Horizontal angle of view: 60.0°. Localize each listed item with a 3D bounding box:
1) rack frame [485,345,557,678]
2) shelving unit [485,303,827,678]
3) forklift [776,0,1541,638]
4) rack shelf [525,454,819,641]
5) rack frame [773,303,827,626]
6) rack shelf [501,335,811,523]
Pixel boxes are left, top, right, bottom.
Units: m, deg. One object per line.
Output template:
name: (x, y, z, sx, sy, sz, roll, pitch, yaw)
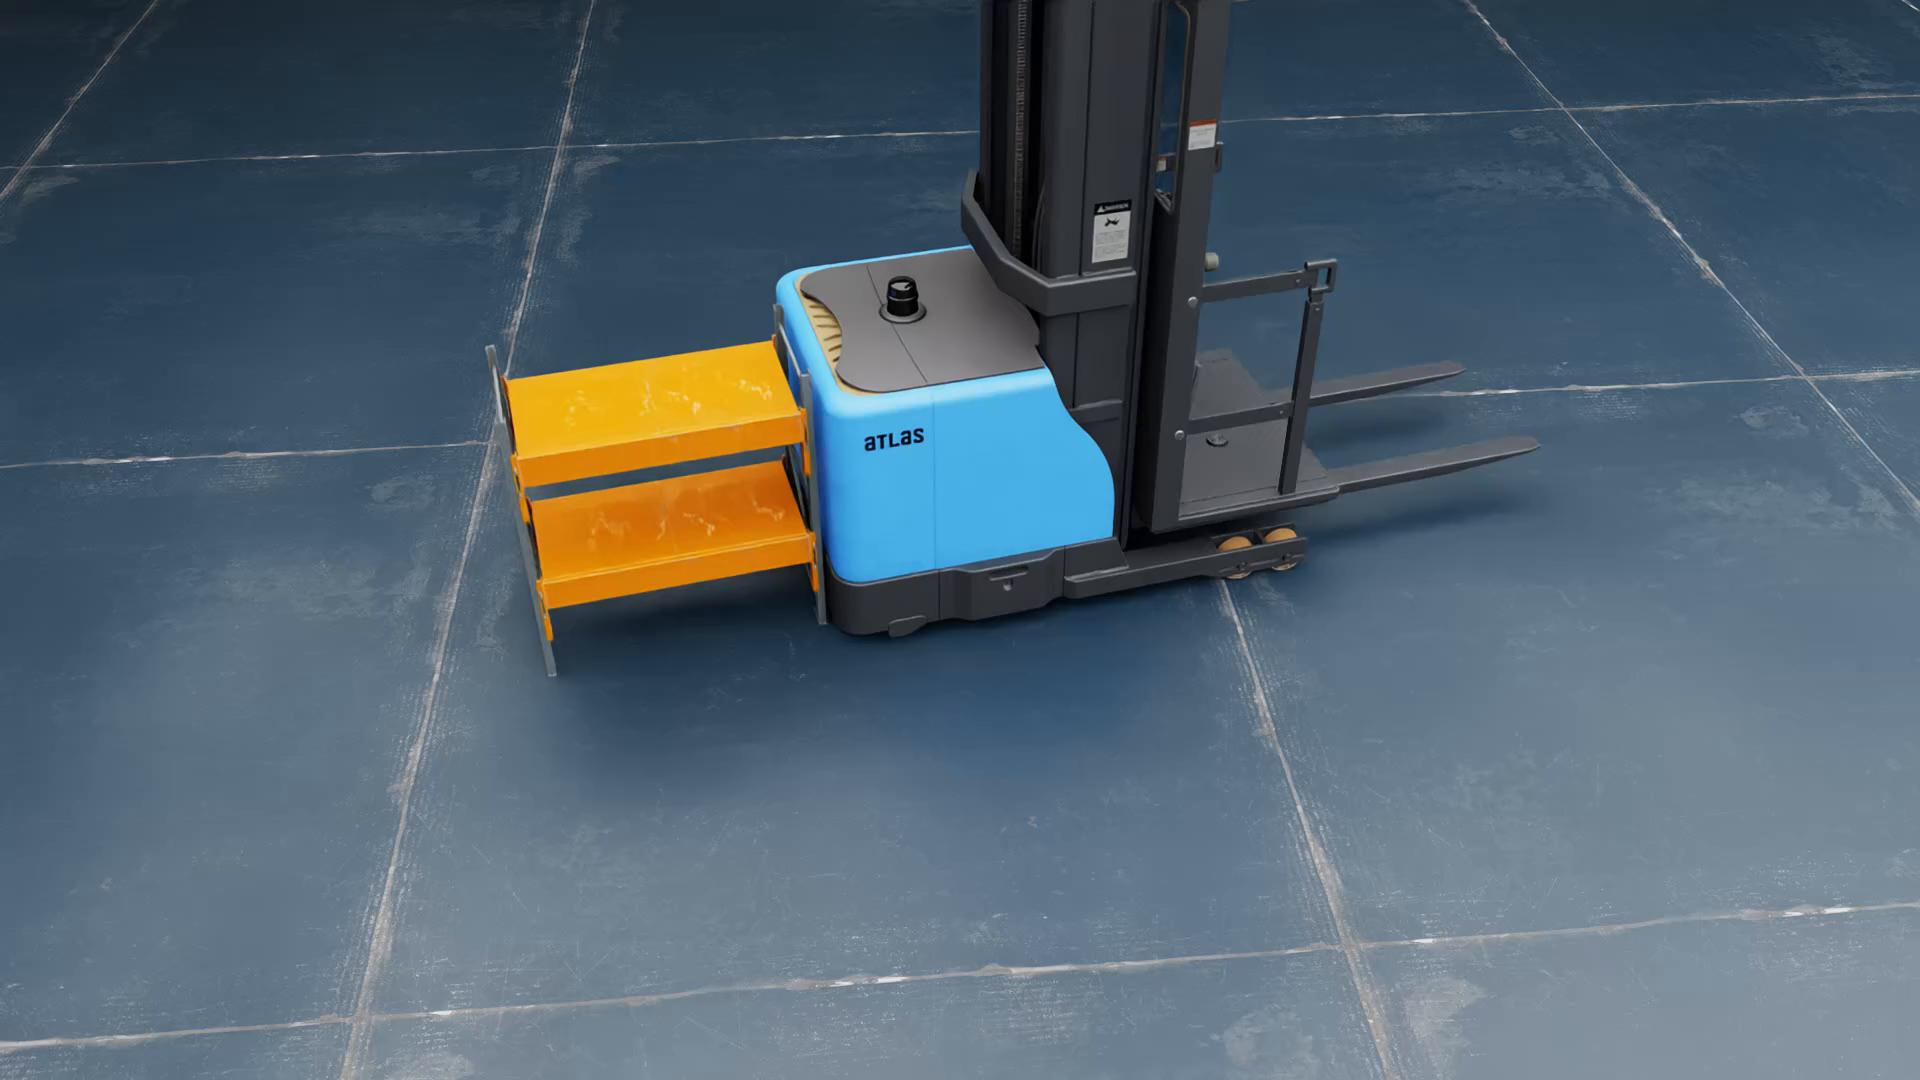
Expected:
rack frame: (-1.567, -0.087, 5.952, 0.032, 1.125, 0.500, -10, 39, -13)
shelving unit: (-1.079, -0.176, 6.065, 1.048, 1.125, 0.538, -10, 39, -13)
forklift: (0.864, -1.301, 6.033, 3.031, 2.935, 1.130, -10, 39, -13)
rack shelf: (-1.079, 0.016, 6.216, 1.000, 0.278, 0.538, -10, 39, -13)
rack frame: (-0.591, -0.265, 6.177, 0.032, 1.125, 0.500, -10, 39, -13)
rack shelf: (-1.079, -0.406, 5.883, 1.000, 0.278, 0.538, -10, 39, -13)
